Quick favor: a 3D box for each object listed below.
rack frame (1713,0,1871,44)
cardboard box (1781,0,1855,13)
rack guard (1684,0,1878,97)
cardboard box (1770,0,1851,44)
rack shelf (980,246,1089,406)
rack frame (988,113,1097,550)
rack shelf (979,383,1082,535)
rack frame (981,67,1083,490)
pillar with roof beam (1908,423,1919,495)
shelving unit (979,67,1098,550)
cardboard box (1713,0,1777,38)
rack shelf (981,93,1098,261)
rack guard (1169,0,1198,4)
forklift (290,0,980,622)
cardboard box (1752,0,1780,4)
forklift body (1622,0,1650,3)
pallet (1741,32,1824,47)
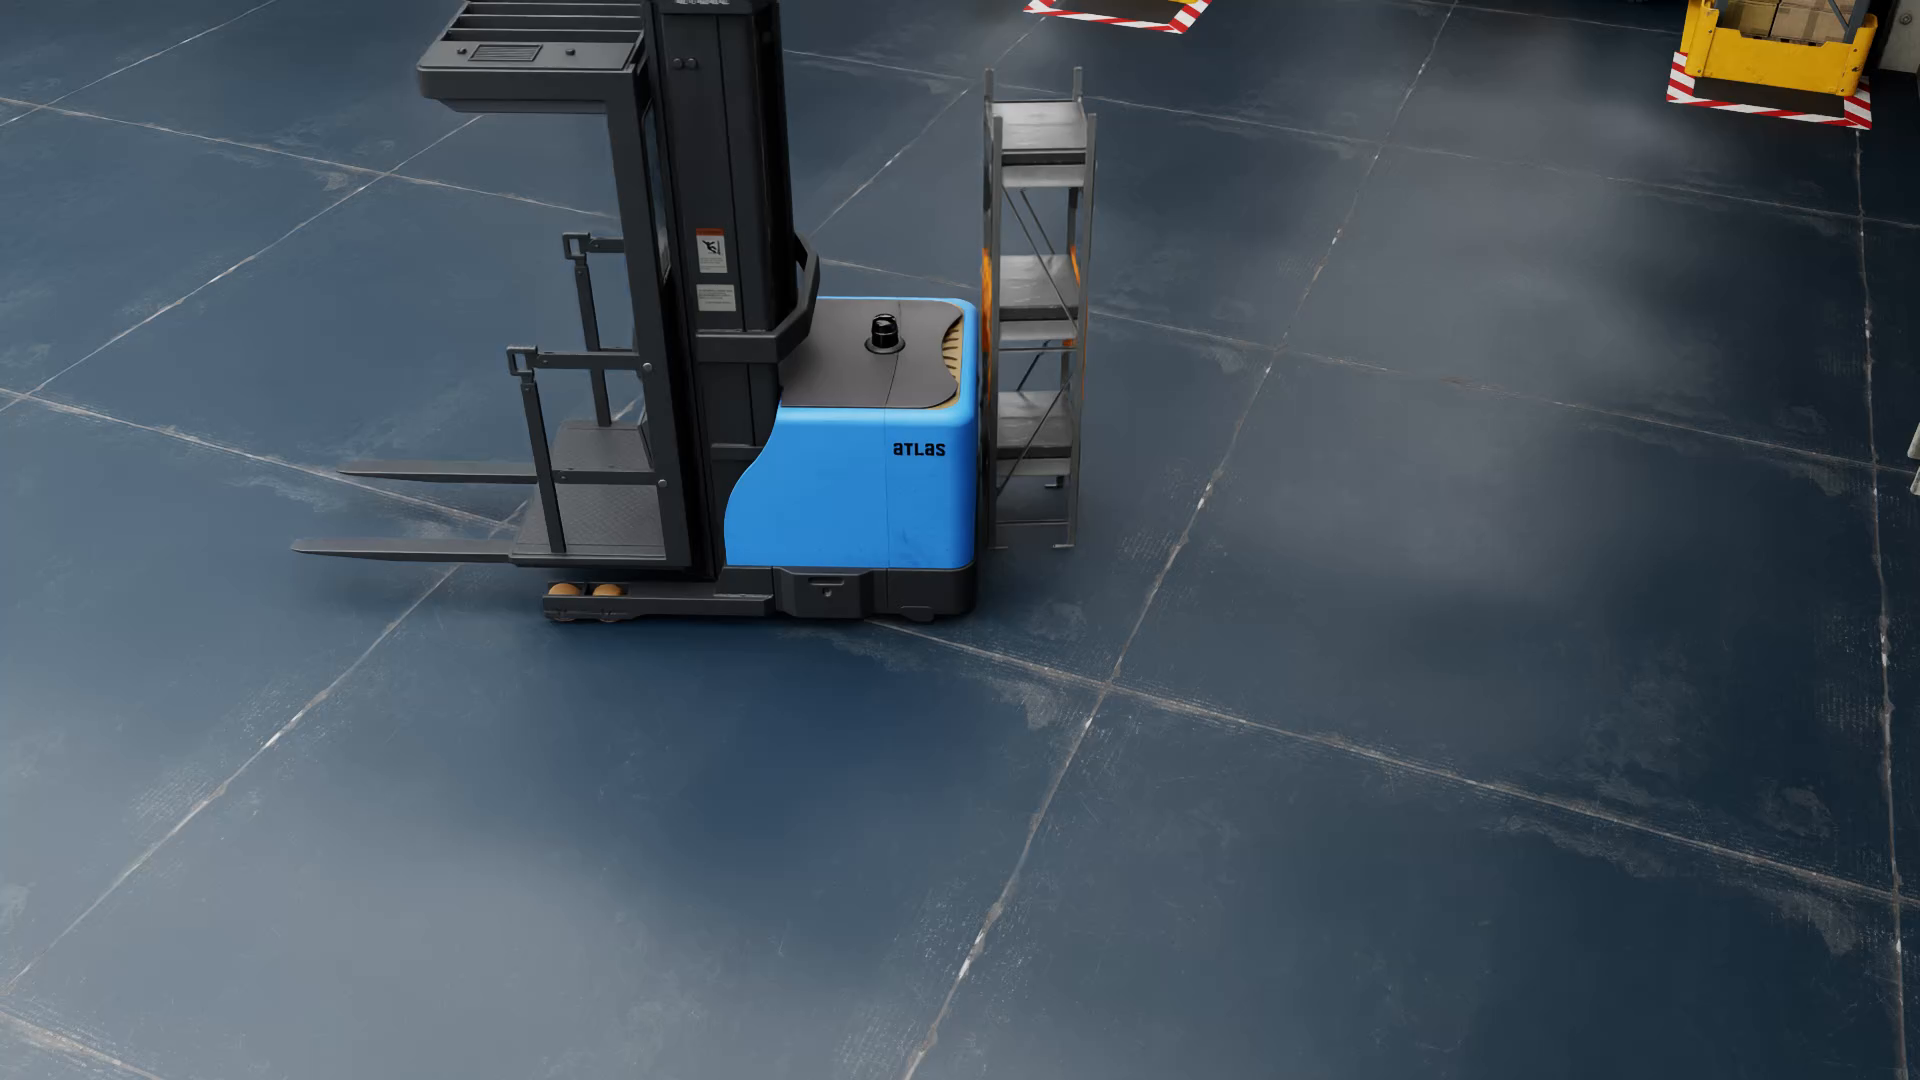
[{"bbox_3d":[6.009,-4.644,11.458,1.000,3.000,0.127,14,39,18],"label":"rack frame"},{"bbox_3d":[6.380,-4.124,12.291,0.500,0.250,0.500,15,39,19],"label":"cardboard box"},{"bbox_3d":[6.000,-3.630,12.189,1.175,0.500,0.348,14,39,18],"label":"rack guard"},{"bbox_3d":[6.376,-3.939,12.460,0.500,0.250,0.500,14,39,18],"label":"cardboard box"},{"bbox_3d":[0.317,-0.939,7.275,0.431,0.518,0.480,-2,37,-2],"label":"rack shelf"},{"bbox_3d":[0.330,-0.805,7.071,0.400,2.100,0.015,-2,37,-2],"label":"rack frame"},{"bbox_3d":[0.316,-0.378,7.693,0.431,0.518,0.480,-2,37,-2],"label":"rack shelf"},{"bbox_3d":[0.303,-1.096,7.462,0.400,2.100,0.015,-2,37,-2],"label":"rack frame"},{"bbox_3d":[0.843,-4.886,6.771,9.100,9.000,0.400,14,39,18],"label":"pillar with roof beam"},{"bbox_3d":[0.317,-0.950,7.267,0.431,2.100,0.503,-2,37,-2],"label":"shelving unit"},{"bbox_3d":[5.895,-4.043,12.600,0.500,0.250,0.500,14,39,18],"label":"cardboard box"},{"bbox_3d":[0.317,-1.501,6.857,0.431,0.518,0.480,-2,37,-2],"label":"rack shelf"},{"bbox_3d":[1.446,-4.814,13.773,1.175,0.500,0.348,14,39,18],"label":"rack guard"},{"bbox_3d":[-1.431,-1.131,6.815,3.031,2.935,1.130,1,37,1],"label":"forklift"},{"bbox_3d":[5.905,-4.252,12.462,0.500,0.250,0.500,13,39,17],"label":"cardboard box"},{"bbox_3d":[5.043,-5.770,13.673,2.313,2.155,1.214,14,39,18],"label":"forklift body"},{"bbox_3d":[6.261,-3.960,12.872,1.003,0.211,1.213,14,39,18],"label":"pallet"}]
